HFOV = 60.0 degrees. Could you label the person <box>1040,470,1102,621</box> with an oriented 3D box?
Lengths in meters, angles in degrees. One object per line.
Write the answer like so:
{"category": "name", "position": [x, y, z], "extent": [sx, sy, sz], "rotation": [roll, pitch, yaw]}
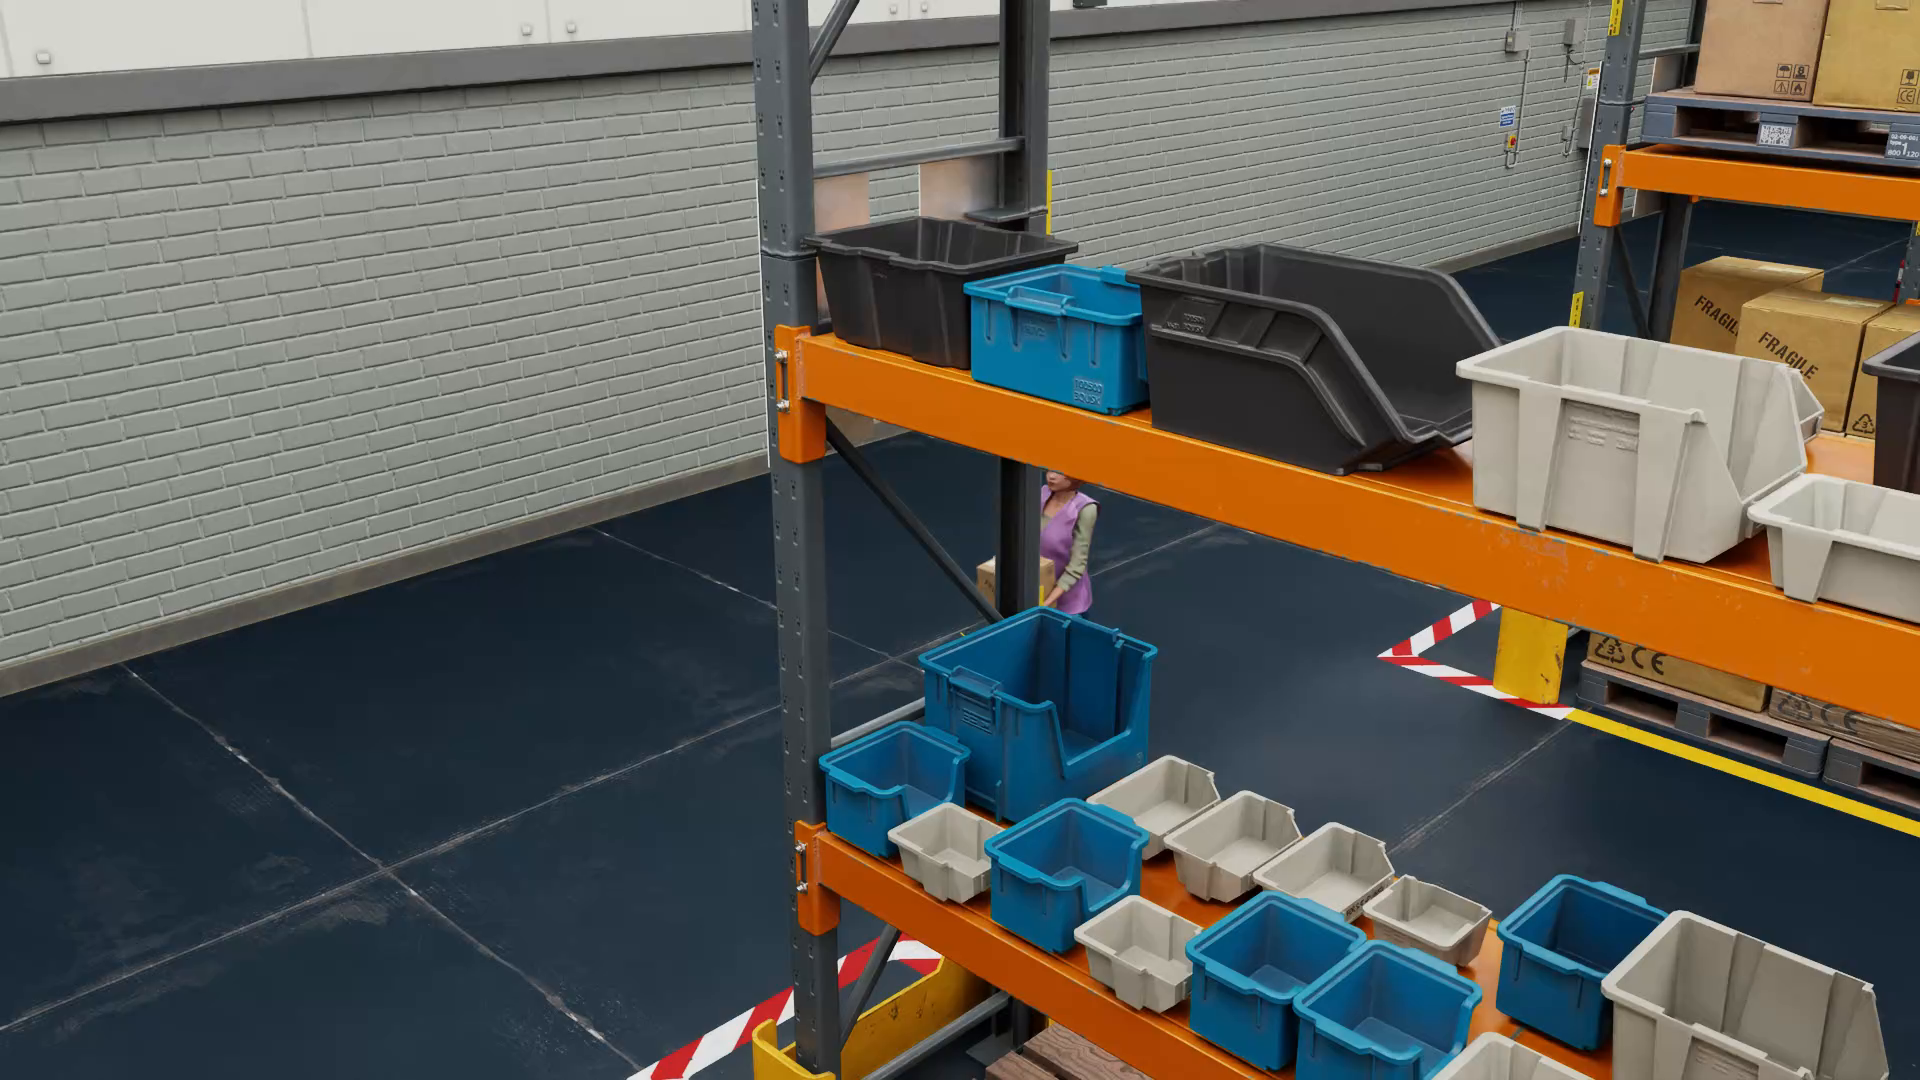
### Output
{"category": "person", "position": [0.387, 0.332, 7.725], "extent": [0.419, 1.594, 0.492], "rotation": [19, 28, 41]}
